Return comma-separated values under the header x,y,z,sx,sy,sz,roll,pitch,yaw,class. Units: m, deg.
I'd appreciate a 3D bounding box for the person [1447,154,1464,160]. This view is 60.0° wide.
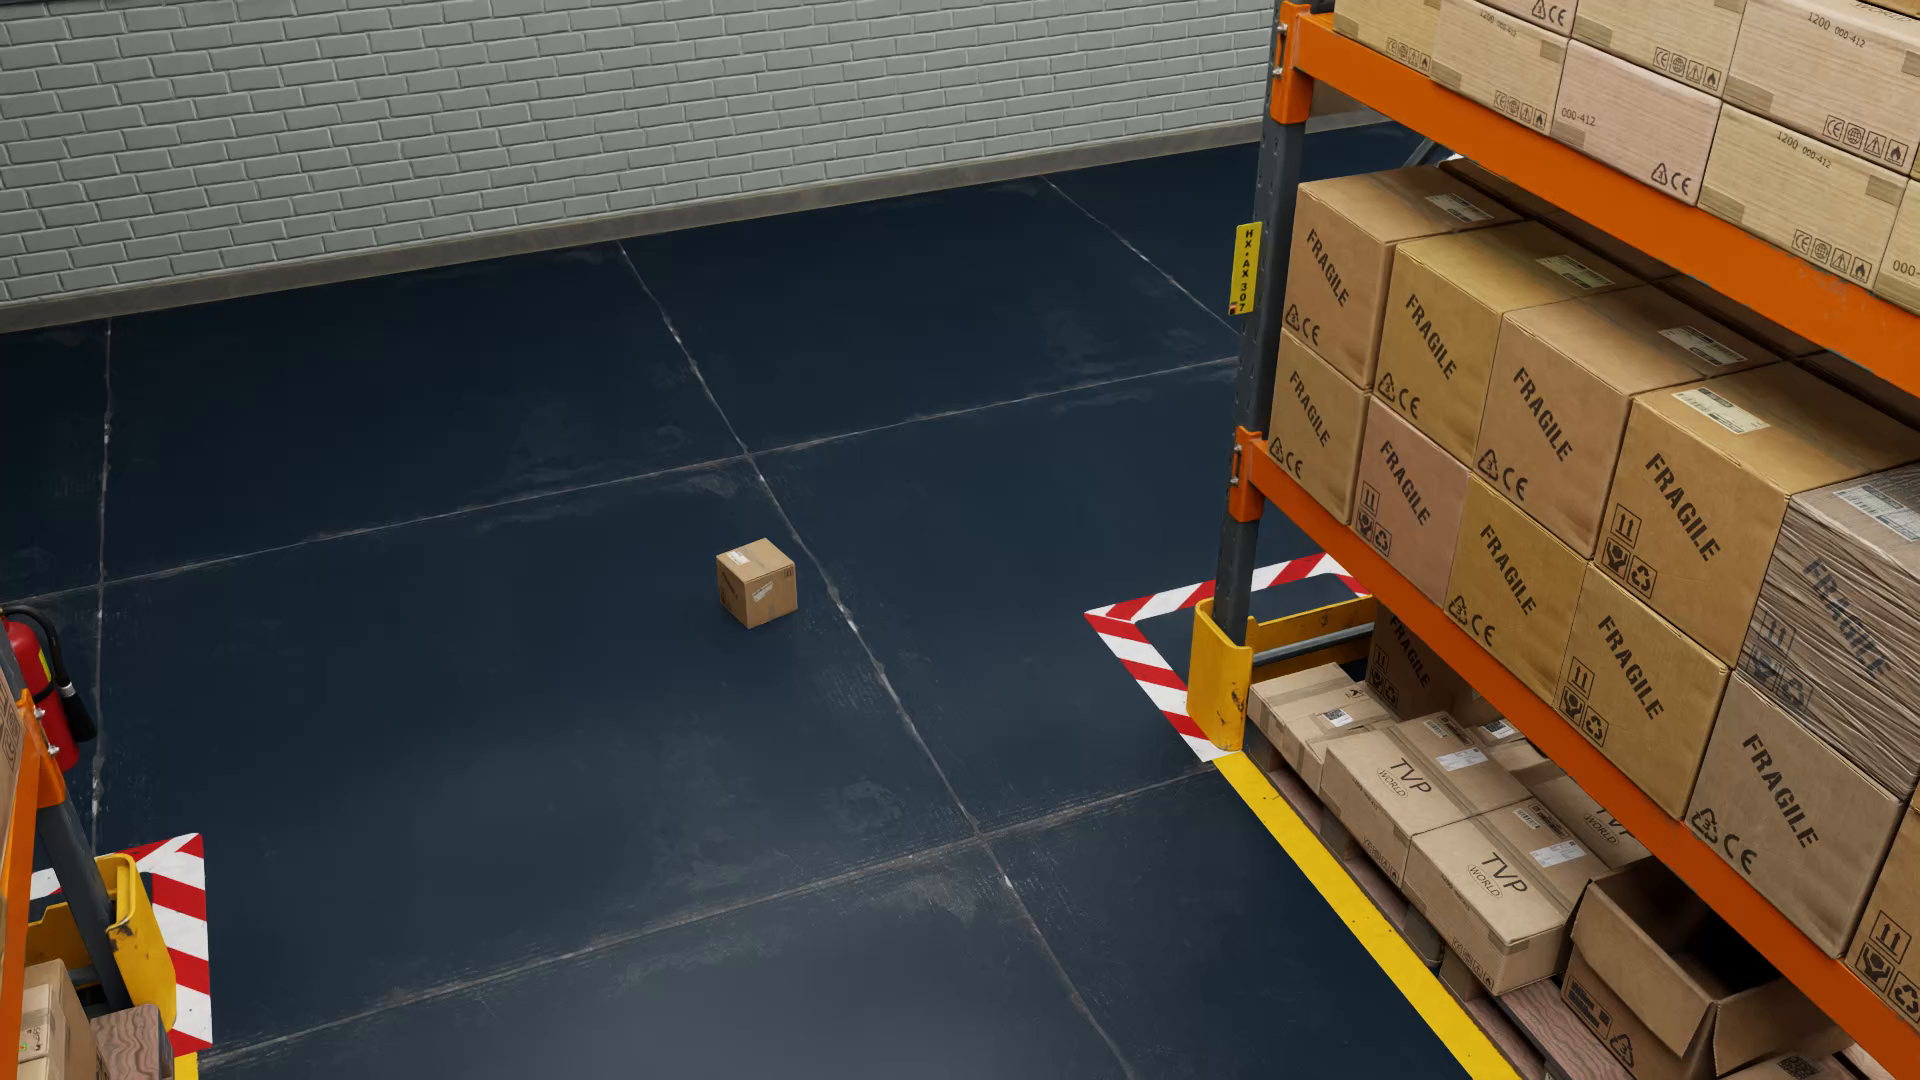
x,y,z,sx,sy,sz,roll,pitch,yaw,class
2.246,-0.948,7.553,1.008,1.732,0.611,-5,34,-8,person
